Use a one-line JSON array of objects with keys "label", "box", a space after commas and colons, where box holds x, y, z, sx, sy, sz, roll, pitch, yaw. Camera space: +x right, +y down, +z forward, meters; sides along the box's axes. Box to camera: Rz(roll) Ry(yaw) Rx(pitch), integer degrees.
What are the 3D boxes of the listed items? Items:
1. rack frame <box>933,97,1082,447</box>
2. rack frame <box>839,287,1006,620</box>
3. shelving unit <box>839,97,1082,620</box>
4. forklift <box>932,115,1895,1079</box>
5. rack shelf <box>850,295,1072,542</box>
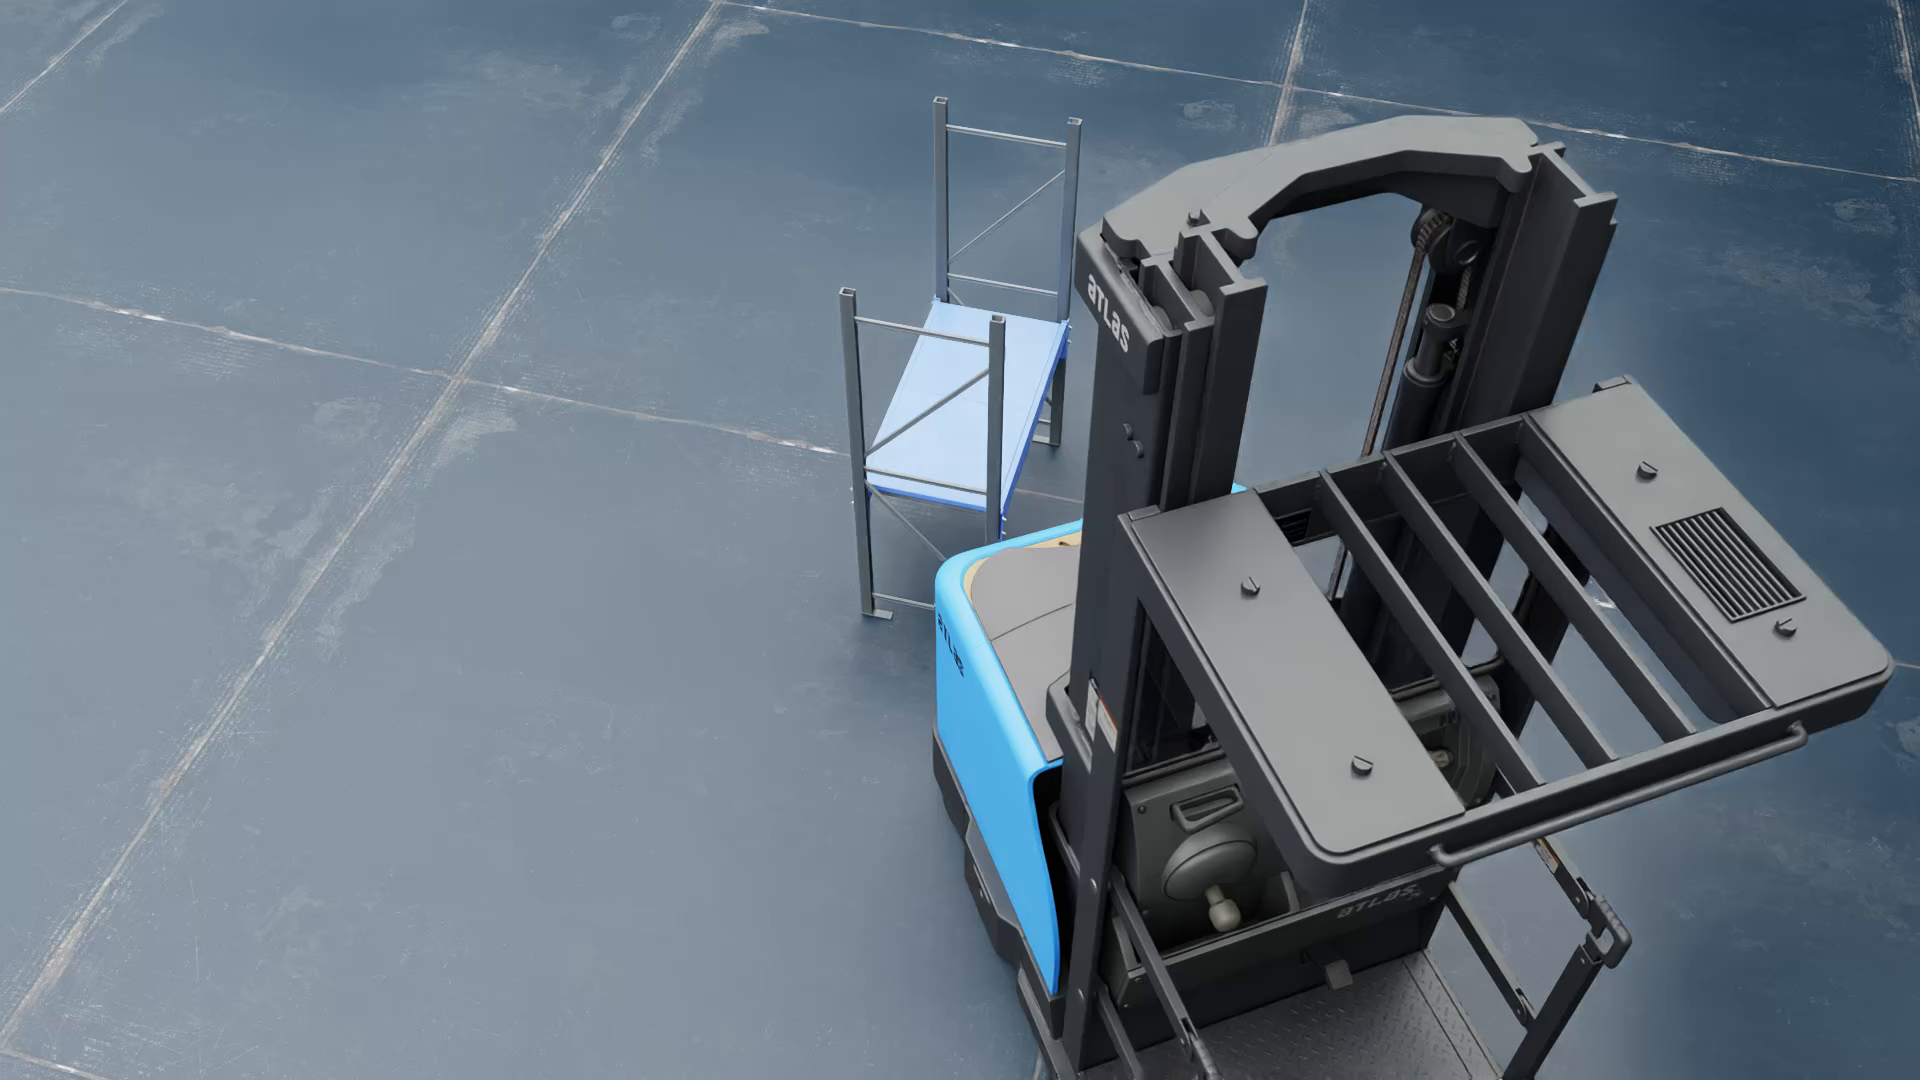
[{"label": "rack frame", "box": [0.156, -0.926, 6.067, 0.500, 1.500, 0.032, 12, 50, 10]}, {"label": "rack frame", "box": [-0.111, -0.190, 5.418, 0.500, 1.500, 0.032, 12, 50, 10]}, {"label": "shelving unit", "box": [0.022, -0.558, 5.742, 0.538, 1.500, 1.048, 12, 50, 10]}, {"label": "forklift", "box": [0.895, 0.711, 3.667, 1.130, 2.935, 3.031, -15, 50, -13]}, {"label": "rack shelf", "box": [0.022, -0.439, 5.877, 0.538, 0.185, 1.000, 12, 50, 10]}]
